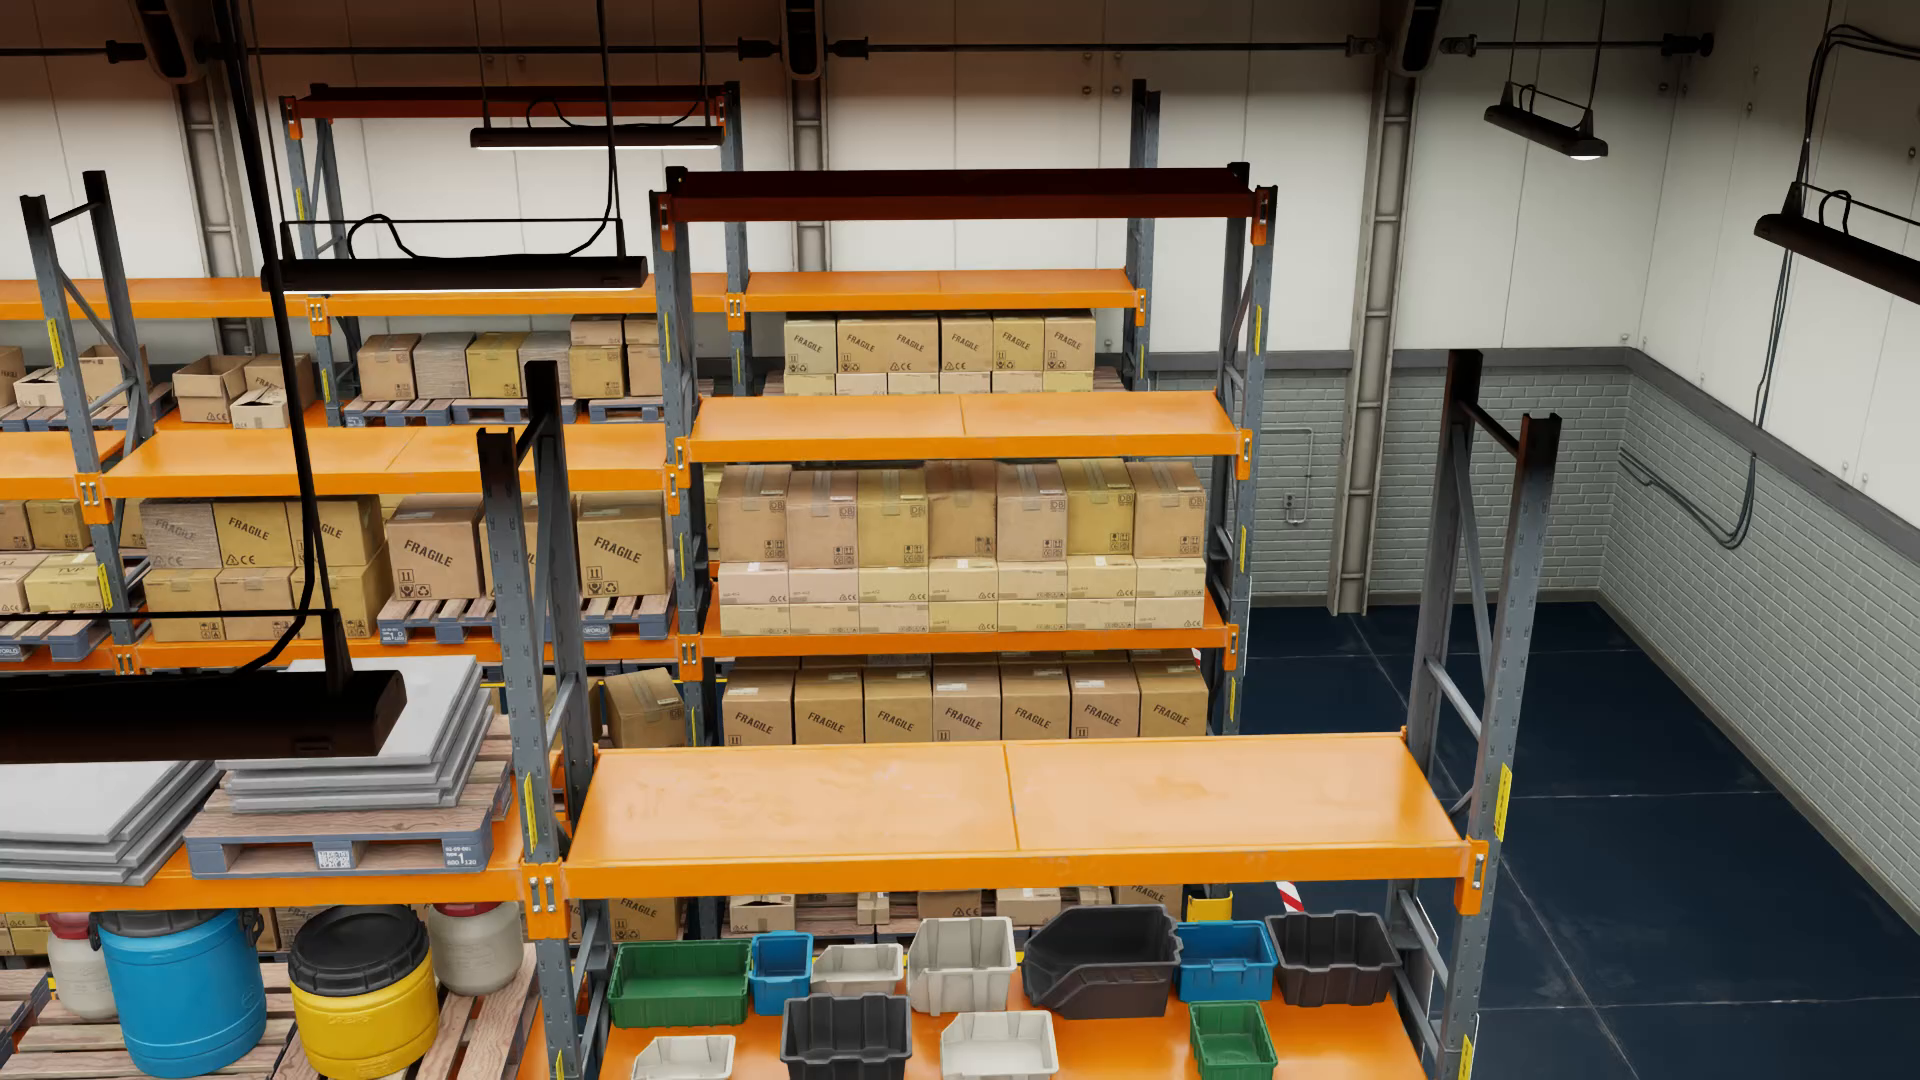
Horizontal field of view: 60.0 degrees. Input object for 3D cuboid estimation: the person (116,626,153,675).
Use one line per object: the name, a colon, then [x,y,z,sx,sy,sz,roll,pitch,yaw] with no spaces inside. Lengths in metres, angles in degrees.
person: [-7.466,1.526,15.075,0.808,1.782,0.632,-12,25,-26]
